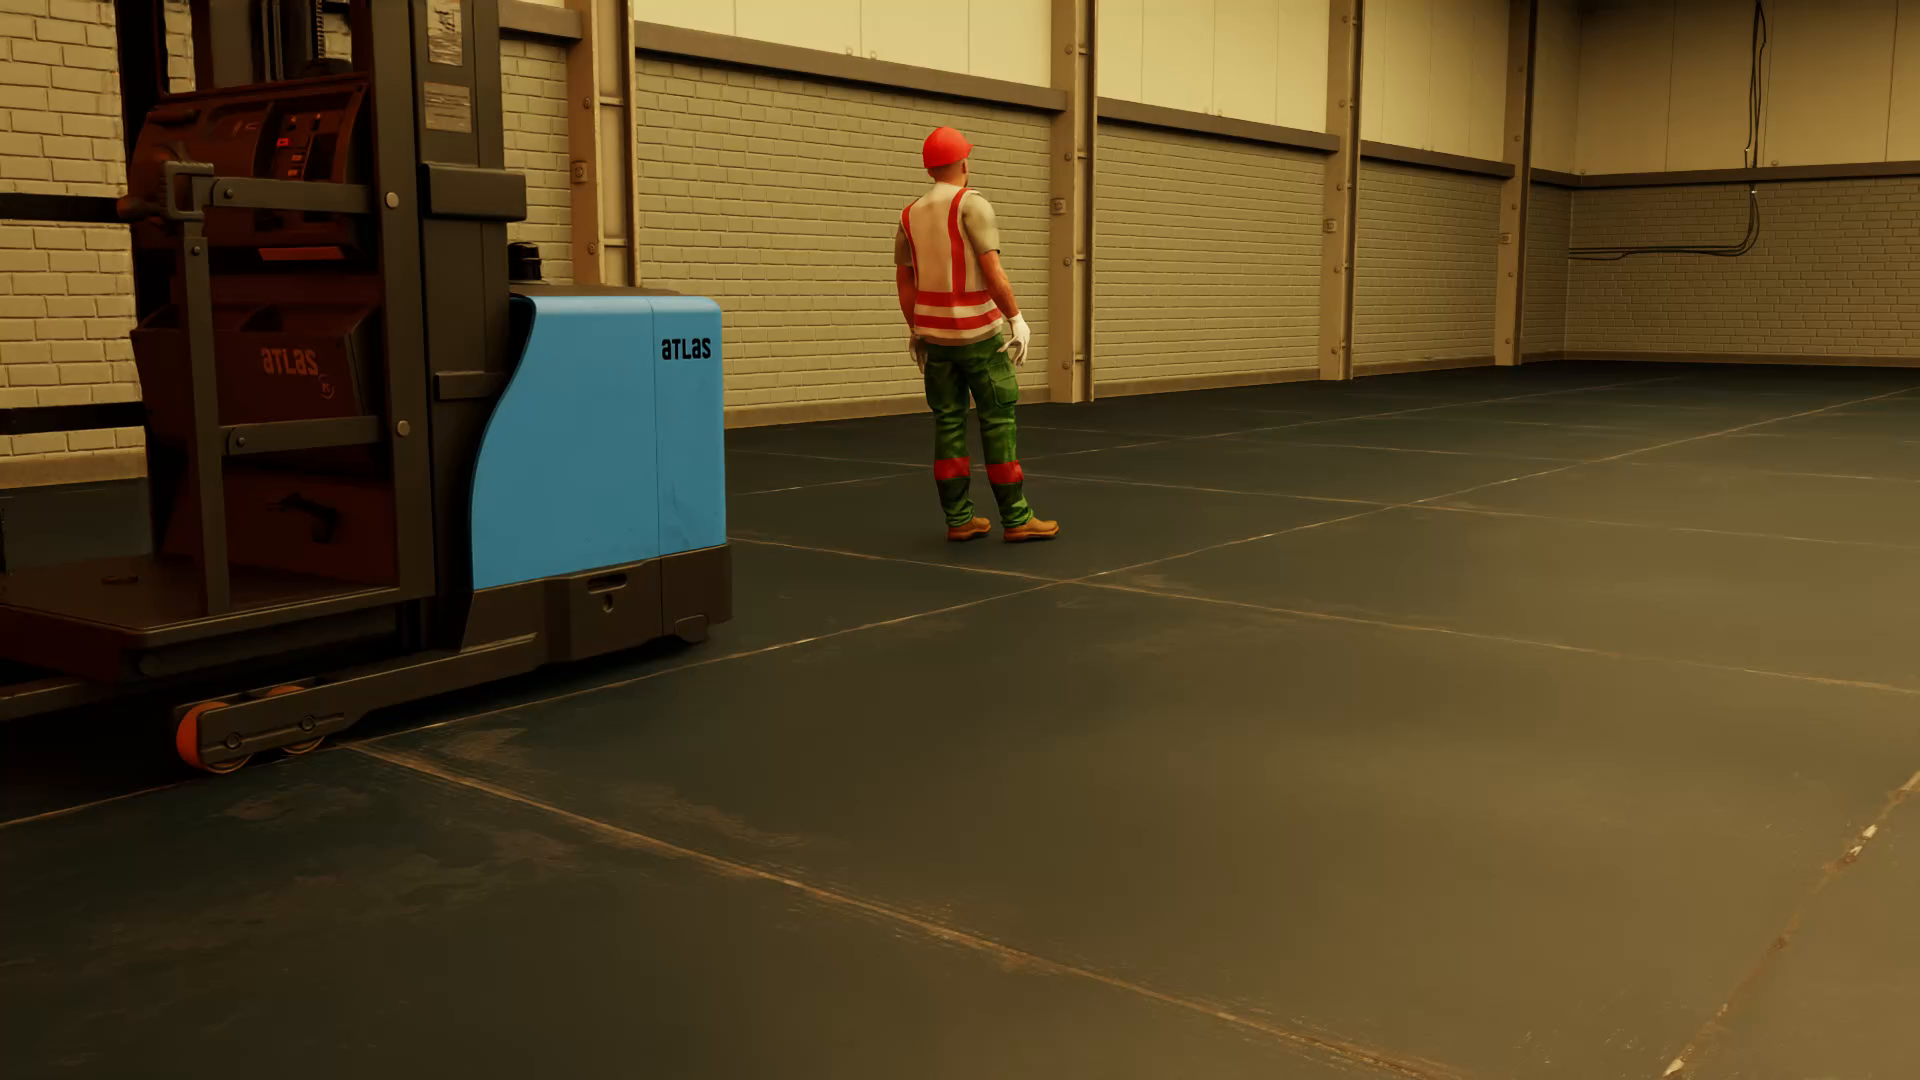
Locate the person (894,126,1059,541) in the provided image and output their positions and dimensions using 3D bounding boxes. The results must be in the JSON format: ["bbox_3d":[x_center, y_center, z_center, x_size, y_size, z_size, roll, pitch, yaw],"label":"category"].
[{"bbox_3d":[0.060,-0.900,7.328,0.637,1.787,0.564,7,11,38],"label":"person"}]

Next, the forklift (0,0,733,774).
[{"bbox_3d":[-1.950,-0.996,4.092,1.130,2.935,3.031,6,10,33],"label":"forklift"}]
